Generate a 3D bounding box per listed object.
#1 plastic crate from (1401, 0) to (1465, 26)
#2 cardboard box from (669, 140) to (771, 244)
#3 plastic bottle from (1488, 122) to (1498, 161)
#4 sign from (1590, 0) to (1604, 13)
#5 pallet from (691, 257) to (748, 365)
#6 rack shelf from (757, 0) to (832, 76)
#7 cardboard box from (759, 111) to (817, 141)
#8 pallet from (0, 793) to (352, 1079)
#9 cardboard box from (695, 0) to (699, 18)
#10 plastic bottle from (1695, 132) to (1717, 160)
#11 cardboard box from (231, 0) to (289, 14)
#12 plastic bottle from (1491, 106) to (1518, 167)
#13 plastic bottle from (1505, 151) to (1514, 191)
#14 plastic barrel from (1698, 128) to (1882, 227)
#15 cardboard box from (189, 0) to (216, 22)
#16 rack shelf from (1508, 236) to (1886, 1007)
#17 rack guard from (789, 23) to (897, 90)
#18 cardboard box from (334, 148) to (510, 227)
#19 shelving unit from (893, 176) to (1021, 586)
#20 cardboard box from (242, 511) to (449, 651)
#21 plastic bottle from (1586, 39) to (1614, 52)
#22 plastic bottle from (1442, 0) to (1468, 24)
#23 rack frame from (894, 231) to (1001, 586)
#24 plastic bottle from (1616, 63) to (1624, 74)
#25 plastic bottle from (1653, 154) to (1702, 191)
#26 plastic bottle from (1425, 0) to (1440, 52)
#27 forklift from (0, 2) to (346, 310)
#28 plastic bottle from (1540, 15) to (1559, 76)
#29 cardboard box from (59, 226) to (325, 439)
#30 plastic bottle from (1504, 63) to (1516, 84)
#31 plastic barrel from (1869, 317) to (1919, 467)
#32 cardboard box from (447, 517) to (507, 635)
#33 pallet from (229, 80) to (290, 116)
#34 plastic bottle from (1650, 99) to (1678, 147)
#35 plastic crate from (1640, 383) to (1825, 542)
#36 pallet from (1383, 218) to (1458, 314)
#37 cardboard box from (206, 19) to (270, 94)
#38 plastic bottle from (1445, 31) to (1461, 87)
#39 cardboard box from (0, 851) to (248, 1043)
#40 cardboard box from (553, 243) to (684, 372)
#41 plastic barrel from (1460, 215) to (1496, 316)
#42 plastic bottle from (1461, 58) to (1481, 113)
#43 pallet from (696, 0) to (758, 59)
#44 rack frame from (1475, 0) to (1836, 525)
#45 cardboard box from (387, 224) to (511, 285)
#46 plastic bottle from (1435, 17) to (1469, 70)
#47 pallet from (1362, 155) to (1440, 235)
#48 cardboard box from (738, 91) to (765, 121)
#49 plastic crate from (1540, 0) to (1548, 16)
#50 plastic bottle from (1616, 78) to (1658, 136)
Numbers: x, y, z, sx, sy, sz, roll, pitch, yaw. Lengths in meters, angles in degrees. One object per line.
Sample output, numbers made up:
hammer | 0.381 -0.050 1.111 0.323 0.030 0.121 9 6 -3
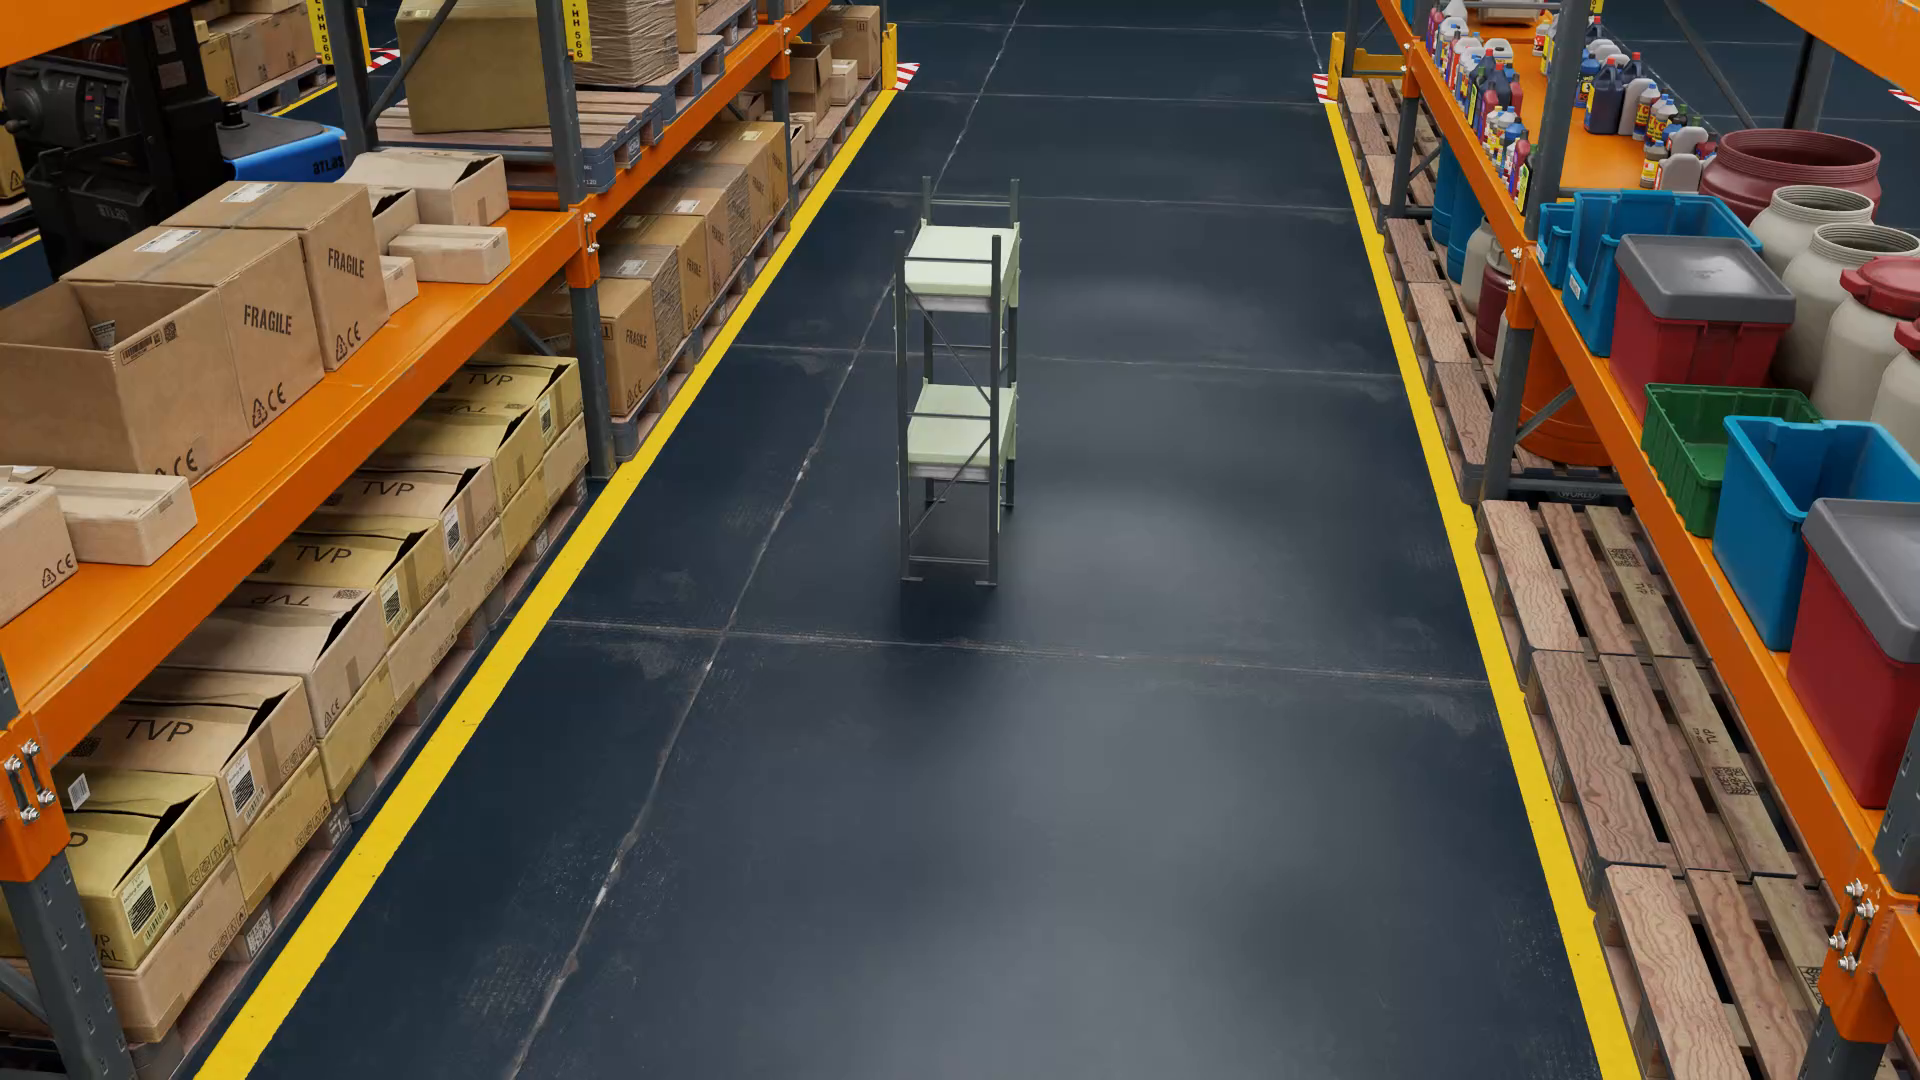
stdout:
plastic crate | 3.000 -3.503 10.543 0.392 0.384 0.575 3 28 6
cardboard box | -1.479 -2.146 10.241 0.500 0.500 0.500 3 29 6
plastic bottle | 2.538 -1.880 7.786 0.097 0.201 0.097 0 28 0
sign | 3.827 -3.333 9.982 0.100 0.325 0.005 3 28 6
pallet | -1.843 -1.345 9.524 1.003 0.211 1.213 3 28 6
rack shelf | -1.389 -4.158 12.564 1.077 0.370 4.000 3 28 6
cardboard box | -1.272 -3.073 12.314 0.380 0.166 0.250 3 28 6
pallet | -2.563 1.111 4.965 1.003 0.211 1.213 3 28 6
cardboard box | -1.935 -3.225 9.525 0.700 0.500 0.500 8 29 14
plastic bottle | 3.251 -1.647 7.267 0.061 0.283 0.133 3 28 6
cardboard box | -5.913 -4.546 14.034 0.380 0.149 0.250 4 29 8
plastic bottle | 2.526 -1.865 7.684 0.097 0.271 0.097 0 28 0
plastic bottle | 2.478 -1.651 7.361 0.097 0.201 0.097 0 28 0
plastic barrel | 3.035 -1.185 6.143 0.600 0.536 0.708 3 28 6
cardboard box | -6.353 -4.331 13.636 0.380 0.149 0.250 4 29 7
rack shelf | 2.547 -0.103 5.037 1.077 0.370 4.000 3 28 6
rack guard | -1.153 -4.280 14.668 1.175 0.500 0.348 3 28 6
cardboard box | -2.212 -1.443 6.859 0.500 0.311 0.500 5 29 9
shelving unit | -0.001 -0.657 6.888 0.431 1.500 0.755 3 28 6
cardboard box | -2.129 0.107 5.753 0.500 0.311 0.500 4 29 8
plastic bottle | 3.448 -2.576 8.999 0.152 0.276 0.135 3 28 6
plastic bottle | 2.912 -3.056 9.812 0.144 0.351 0.185 3 28 6
rack frame | -0.046 -0.485 6.569 0.400 1.500 0.023 3 28 6
plastic bottle | 3.339 -2.286 8.465 0.097 0.271 0.097 0 28 0
plastic bottle | 3.014 -1.500 7.003 0.152 0.276 0.135 3 28 6
plastic bottle | 2.813 -3.045 9.862 0.061 0.283 0.133 3 28 6
forklift | -4.545 -2.133 8.119 1.130 2.935 3.031 15 32 25
plastic bottle | 3.351 -2.779 9.297 0.144 0.351 0.185 3 28 6
cardboard box | -2.378 -0.656 5.200 0.500 0.500 0.500 3 28 6
plastic bottle | 2.783 -2.293 8.480 0.097 0.271 0.097 0 28 0
plastic barrel | 2.726 -0.321 4.540 0.433 0.535 0.433 0 28 0
cardboard box | -2.071 0.116 6.328 0.500 0.250 0.500 4 29 7
pallet | -6.233 -3.521 13.563 1.003 0.211 1.213 3 28 6
plastic bottle | 3.308 -1.931 7.808 0.097 0.271 0.097 0 28 0
plastic crate | 2.235 -0.221 4.721 0.450 0.188 0.662 3 28 6
pallet | 3.146 -1.655 10.100 1.003 0.211 1.213 3 28 6
cardboard box | -6.169 -3.979 13.666 0.700 0.500 0.500 2 28 5
plastic bottle | 2.705 -2.627 9.086 0.061 0.283 0.133 3 28 6
cardboard box | -2.319 1.082 4.534 0.500 0.250 0.500 3 28 5
cardboard box | -1.726 -1.188 8.465 0.500 0.500 0.500 2 28 4
plastic barrel | 2.953 -1.484 9.023 0.421 0.512 0.421 0 28 0
plastic bottle | 2.652 -2.348 8.581 0.097 0.271 0.097 0 28 0
pallet | -1.840 -3.079 10.005 1.003 0.211 1.213 3 28 6
rack frame | 2.792 -1.361 6.614 1.000 3.000 0.127 3 28 6
cardboard box | -1.960 -1.101 6.395 0.380 0.149 0.250 3 28 6
plastic bottle | 2.802 -2.821 9.455 0.152 0.276 0.135 3 28 6
pallet | 3.333 -2.365 11.417 1.003 0.211 1.213 3 28 6
cardboard box | -1.754 -3.181 12.363 0.500 0.311 0.500 3 28 6
plastic crate | 3.640 -3.704 10.832 0.402 0.464 0.583 3 28 6
plastic bottle | 3.335 -2.144 8.198 0.152 0.276 0.135 3 28 6
